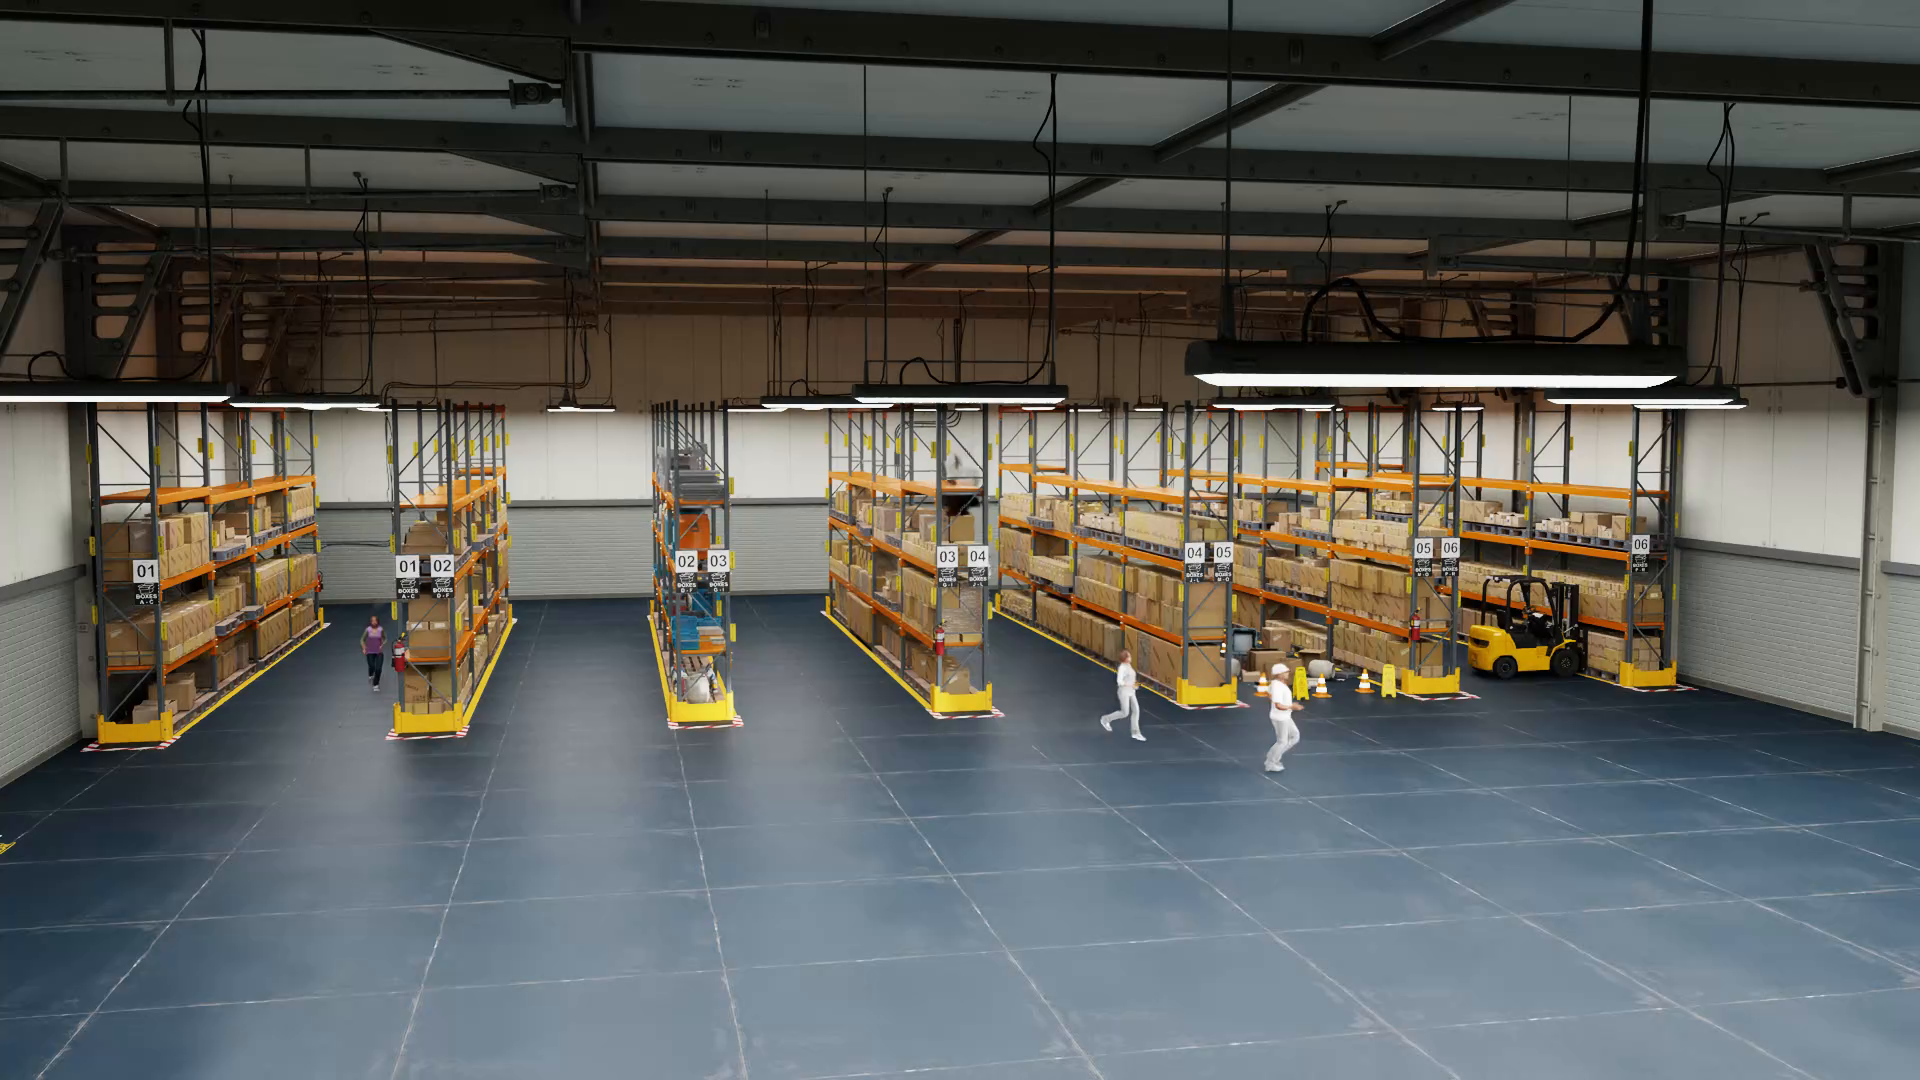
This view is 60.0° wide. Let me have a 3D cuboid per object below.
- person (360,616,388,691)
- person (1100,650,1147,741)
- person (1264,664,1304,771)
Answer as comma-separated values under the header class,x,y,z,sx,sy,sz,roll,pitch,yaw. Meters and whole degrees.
class,x,y,z,sx,sy,sz,roll,pitch,yaw
person,-12.145,2.353,34.509,0.536,1.555,0.544,-2,5,-23
person,2.899,2.731,29.327,0.849,1.592,0.552,2,5,26
person,5.201,2.841,26.631,0.627,1.731,0.675,1,4,16
